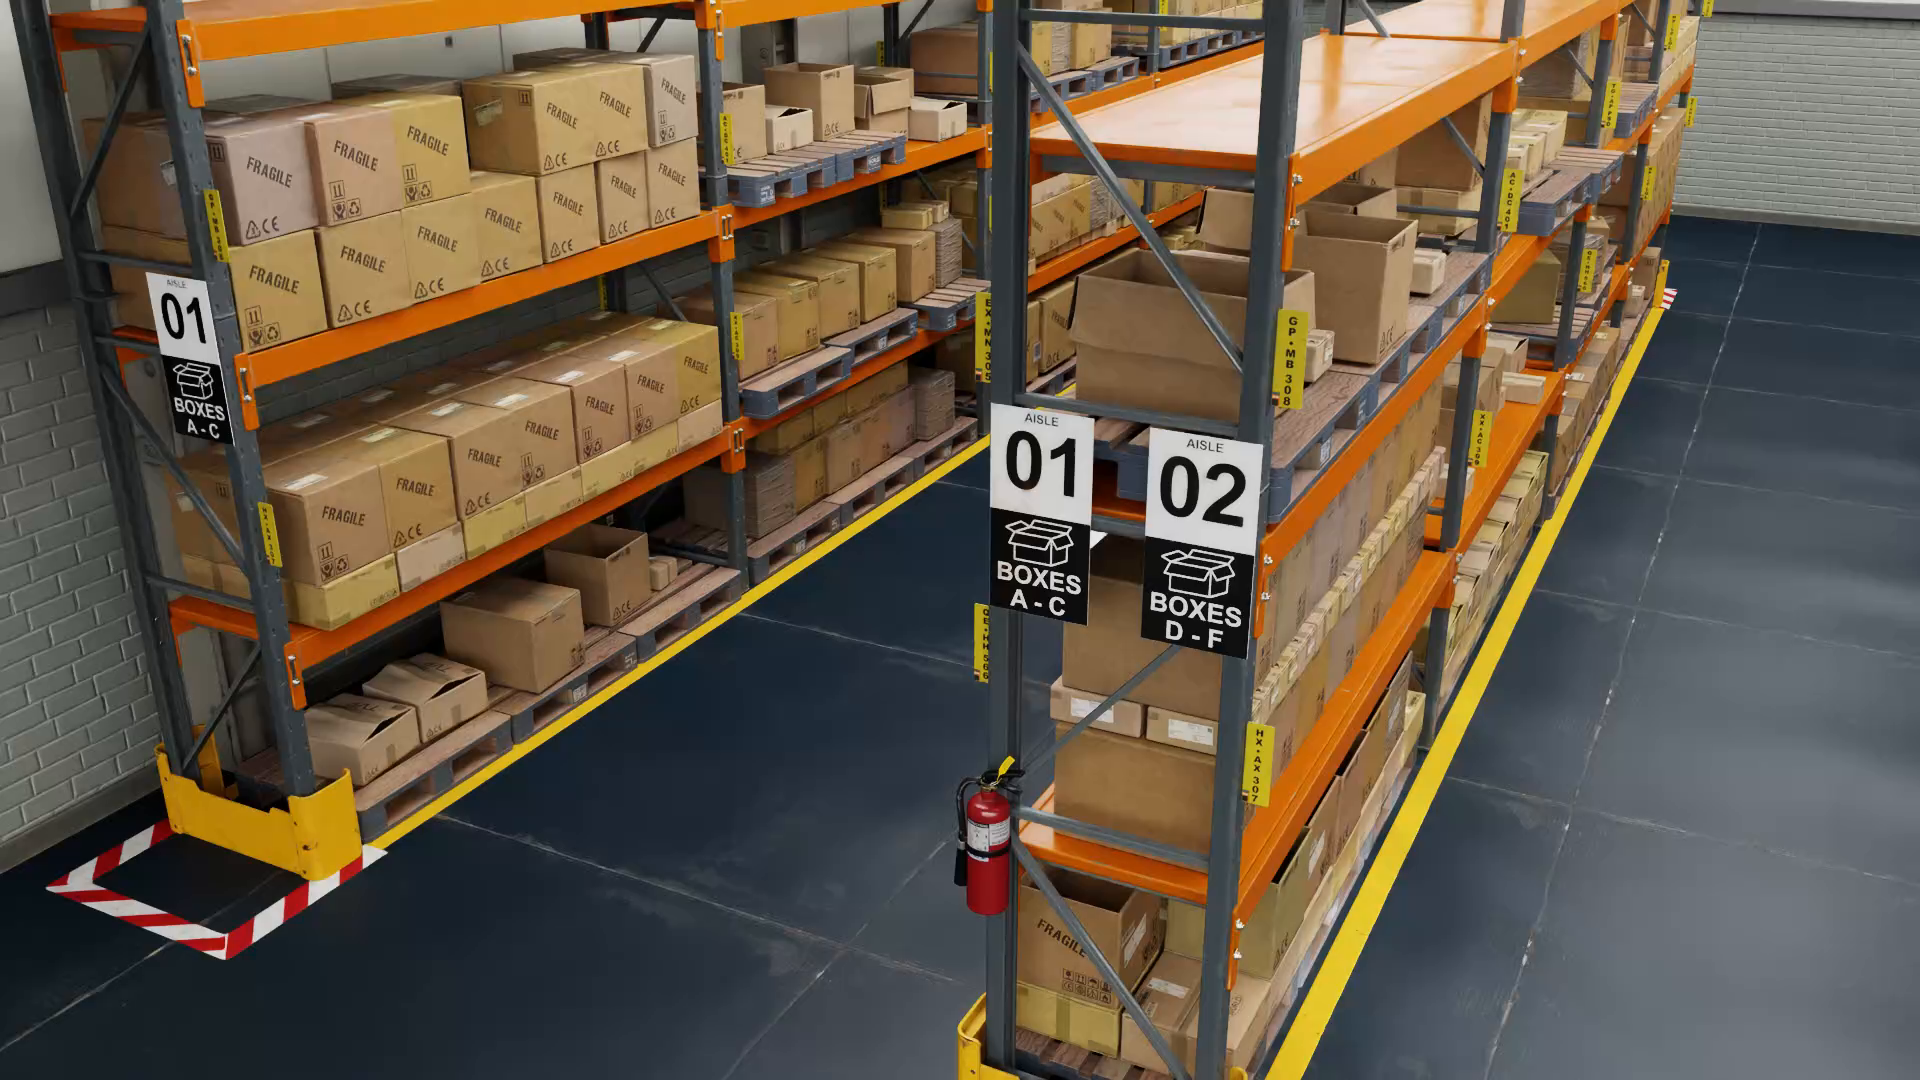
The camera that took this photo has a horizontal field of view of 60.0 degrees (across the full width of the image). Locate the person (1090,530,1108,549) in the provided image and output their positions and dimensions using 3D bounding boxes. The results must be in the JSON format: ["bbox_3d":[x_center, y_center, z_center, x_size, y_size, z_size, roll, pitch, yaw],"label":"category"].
[{"bbox_3d":[1.060,0.264,11.391,0.537,0.833,0.989,10,25,23],"label":"person"}]
